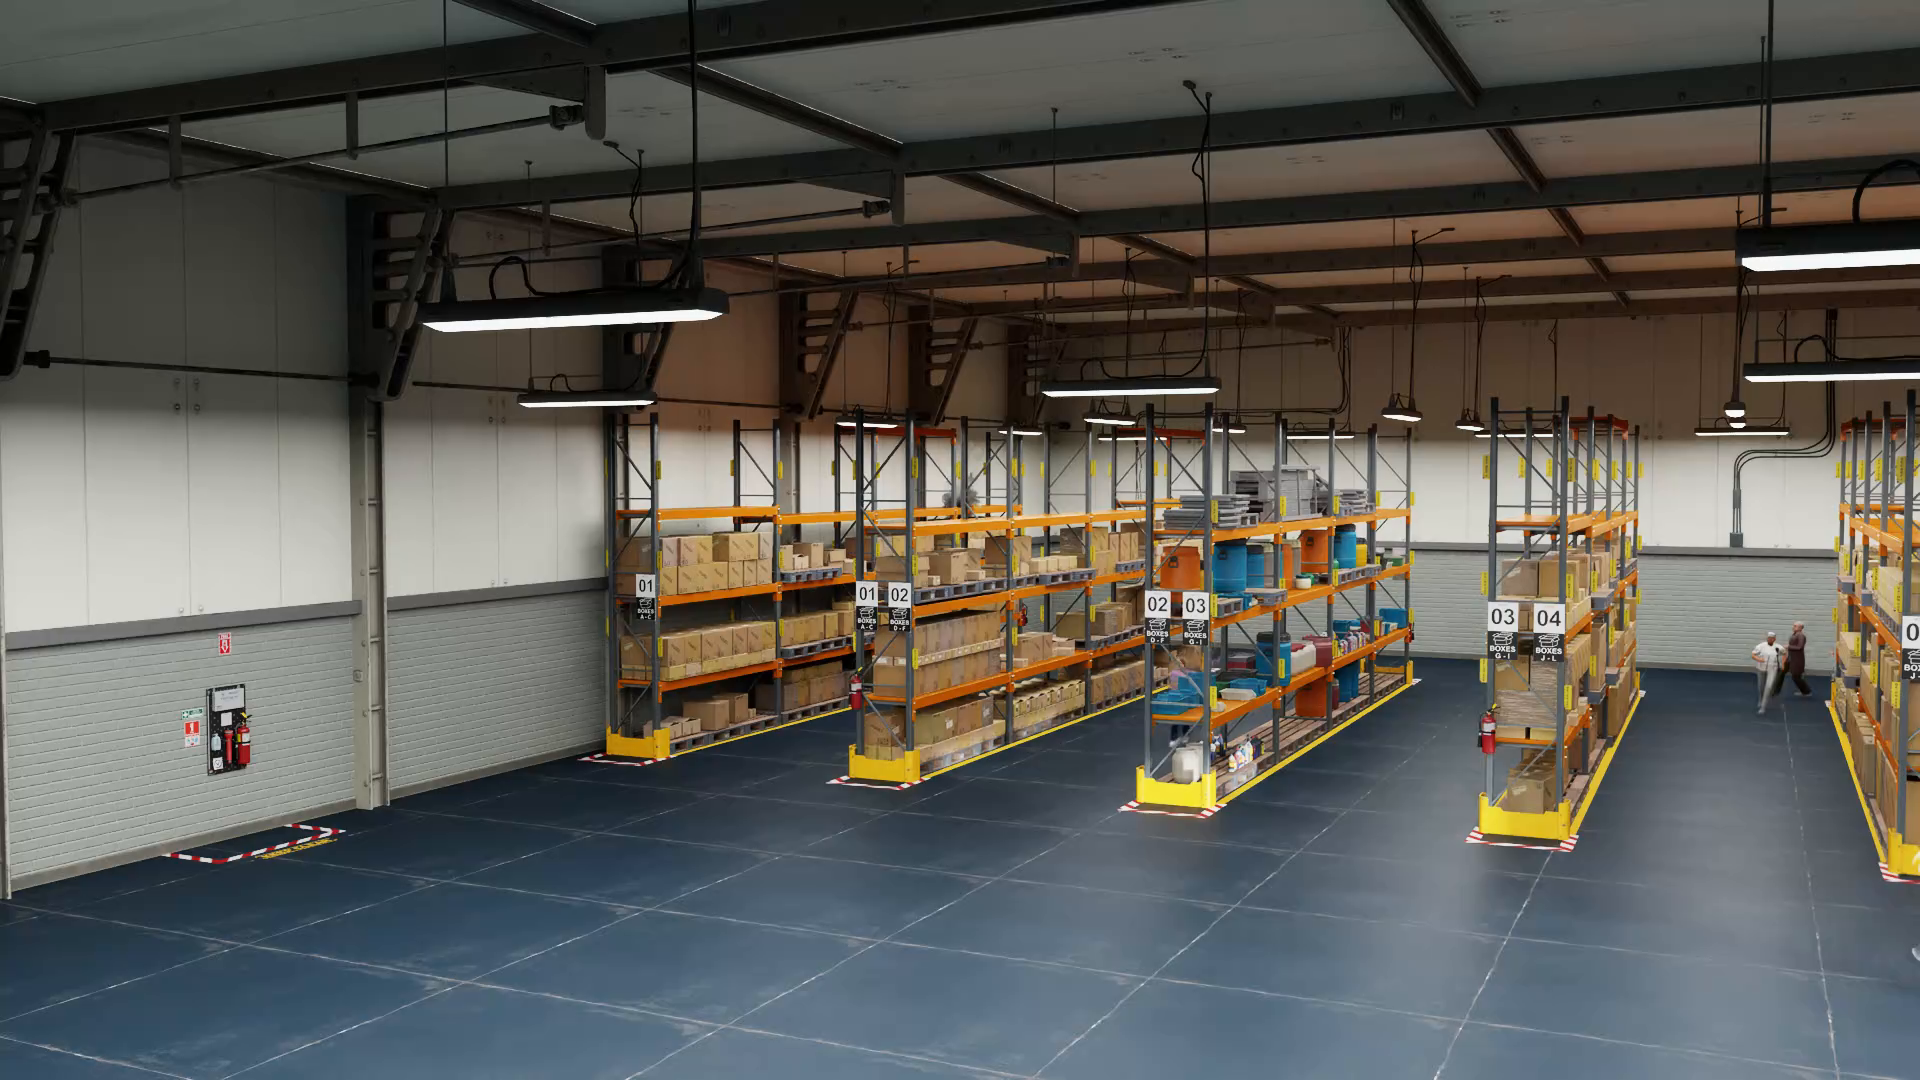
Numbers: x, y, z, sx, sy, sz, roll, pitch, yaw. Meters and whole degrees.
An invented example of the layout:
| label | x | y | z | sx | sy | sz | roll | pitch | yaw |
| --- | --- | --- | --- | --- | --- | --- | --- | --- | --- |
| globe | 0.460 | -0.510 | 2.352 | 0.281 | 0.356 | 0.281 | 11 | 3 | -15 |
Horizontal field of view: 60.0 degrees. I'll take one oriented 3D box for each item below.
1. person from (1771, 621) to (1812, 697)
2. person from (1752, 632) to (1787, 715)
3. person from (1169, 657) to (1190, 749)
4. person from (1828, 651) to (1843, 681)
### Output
| label | x | y | z | sx | sy | sz | roll | pitch | yaw |
| --- | --- | --- | --- | --- | --- | --- | --- | --- | --- |
| person | 18.214 | 2.668 | 36.377 | 0.978 | 1.684 | 0.746 | 0 | 2 | 3 |
| person | 16.714 | 2.729 | 34.378 | 0.640 | 1.688 | 0.923 | 2 | 3 | 33 |
| person | 3.970 | 2.935 | 30.074 | 0.522 | 1.629 | 0.690 | 1 | 3 | 26 |
| person | 19.153 | 2.682 | 36.039 | 0.597 | 1.636 | 0.600 | 1 | 3 | 20 |
